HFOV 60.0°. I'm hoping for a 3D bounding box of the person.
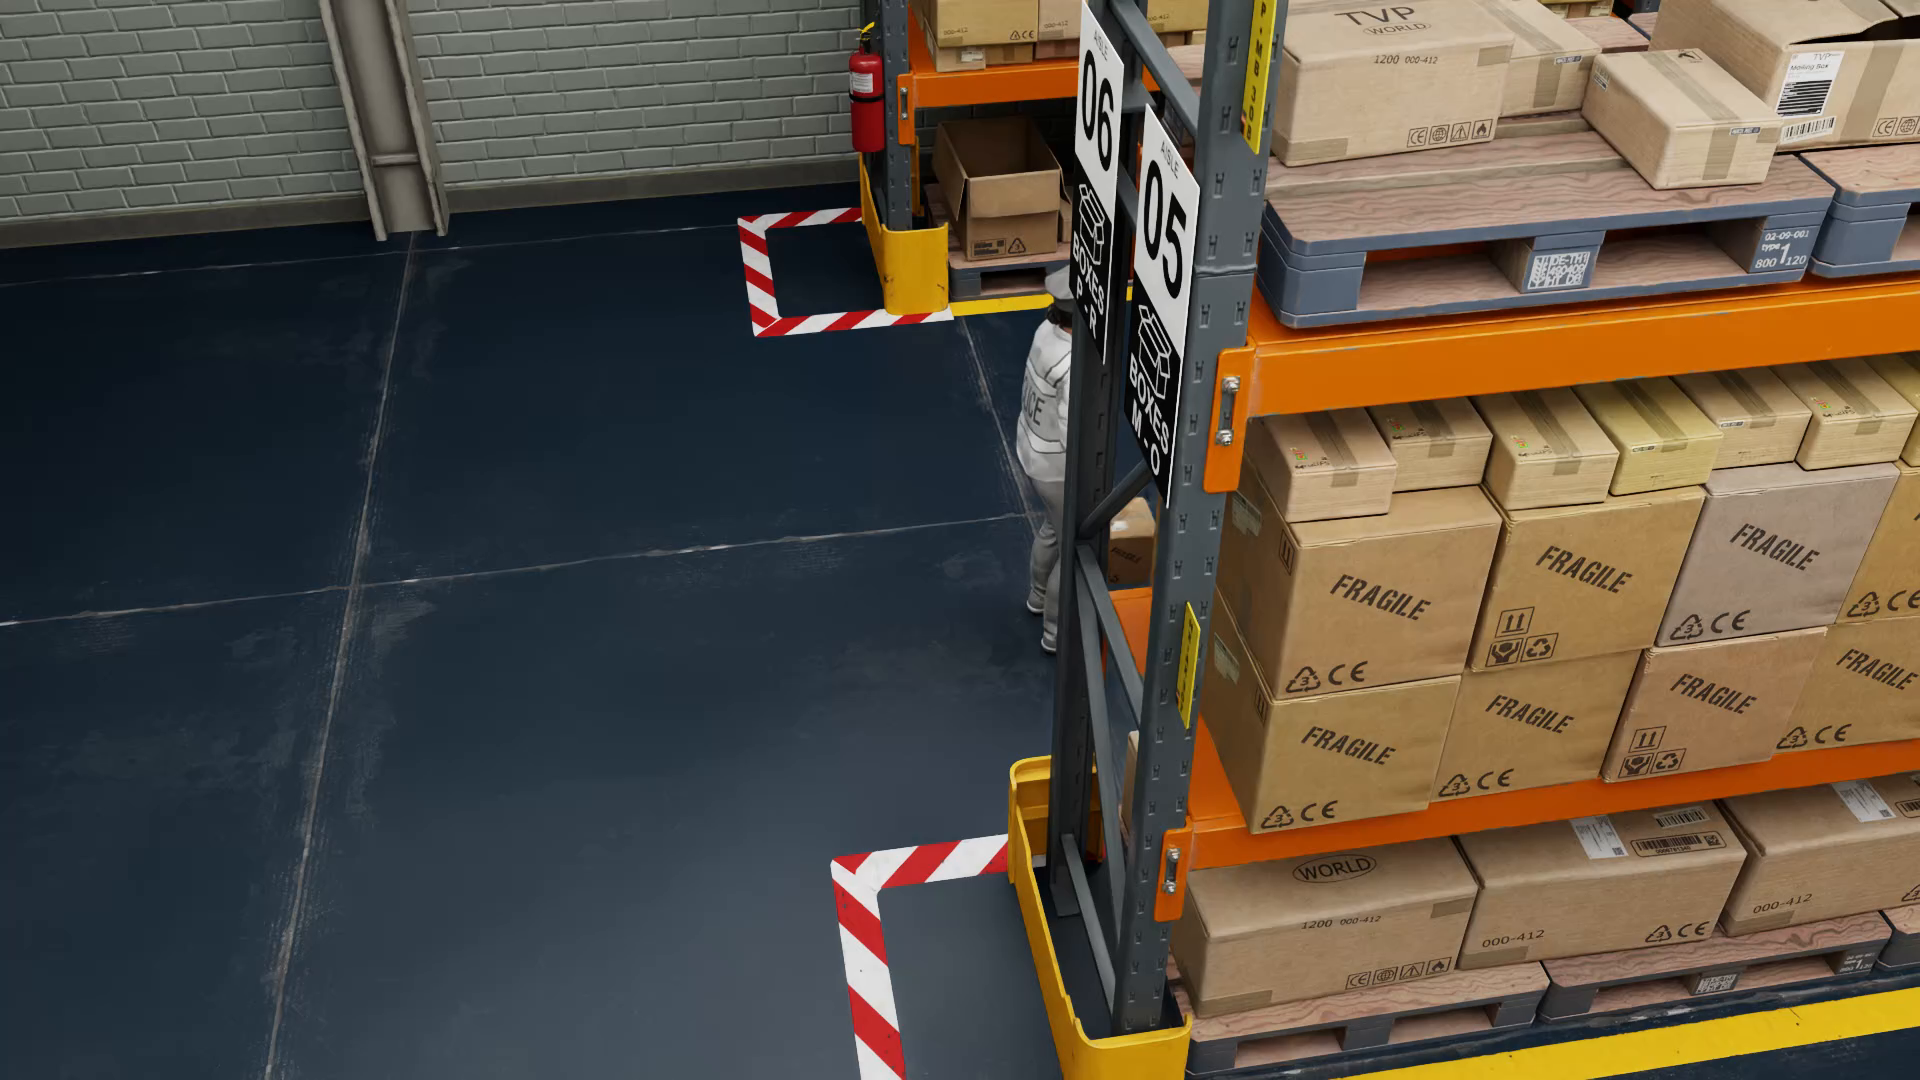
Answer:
[{"bbox_3d":[0.410,-0.304,6.523,0.359,1.669,0.510,-7,39,-9],"label":"person"}]
